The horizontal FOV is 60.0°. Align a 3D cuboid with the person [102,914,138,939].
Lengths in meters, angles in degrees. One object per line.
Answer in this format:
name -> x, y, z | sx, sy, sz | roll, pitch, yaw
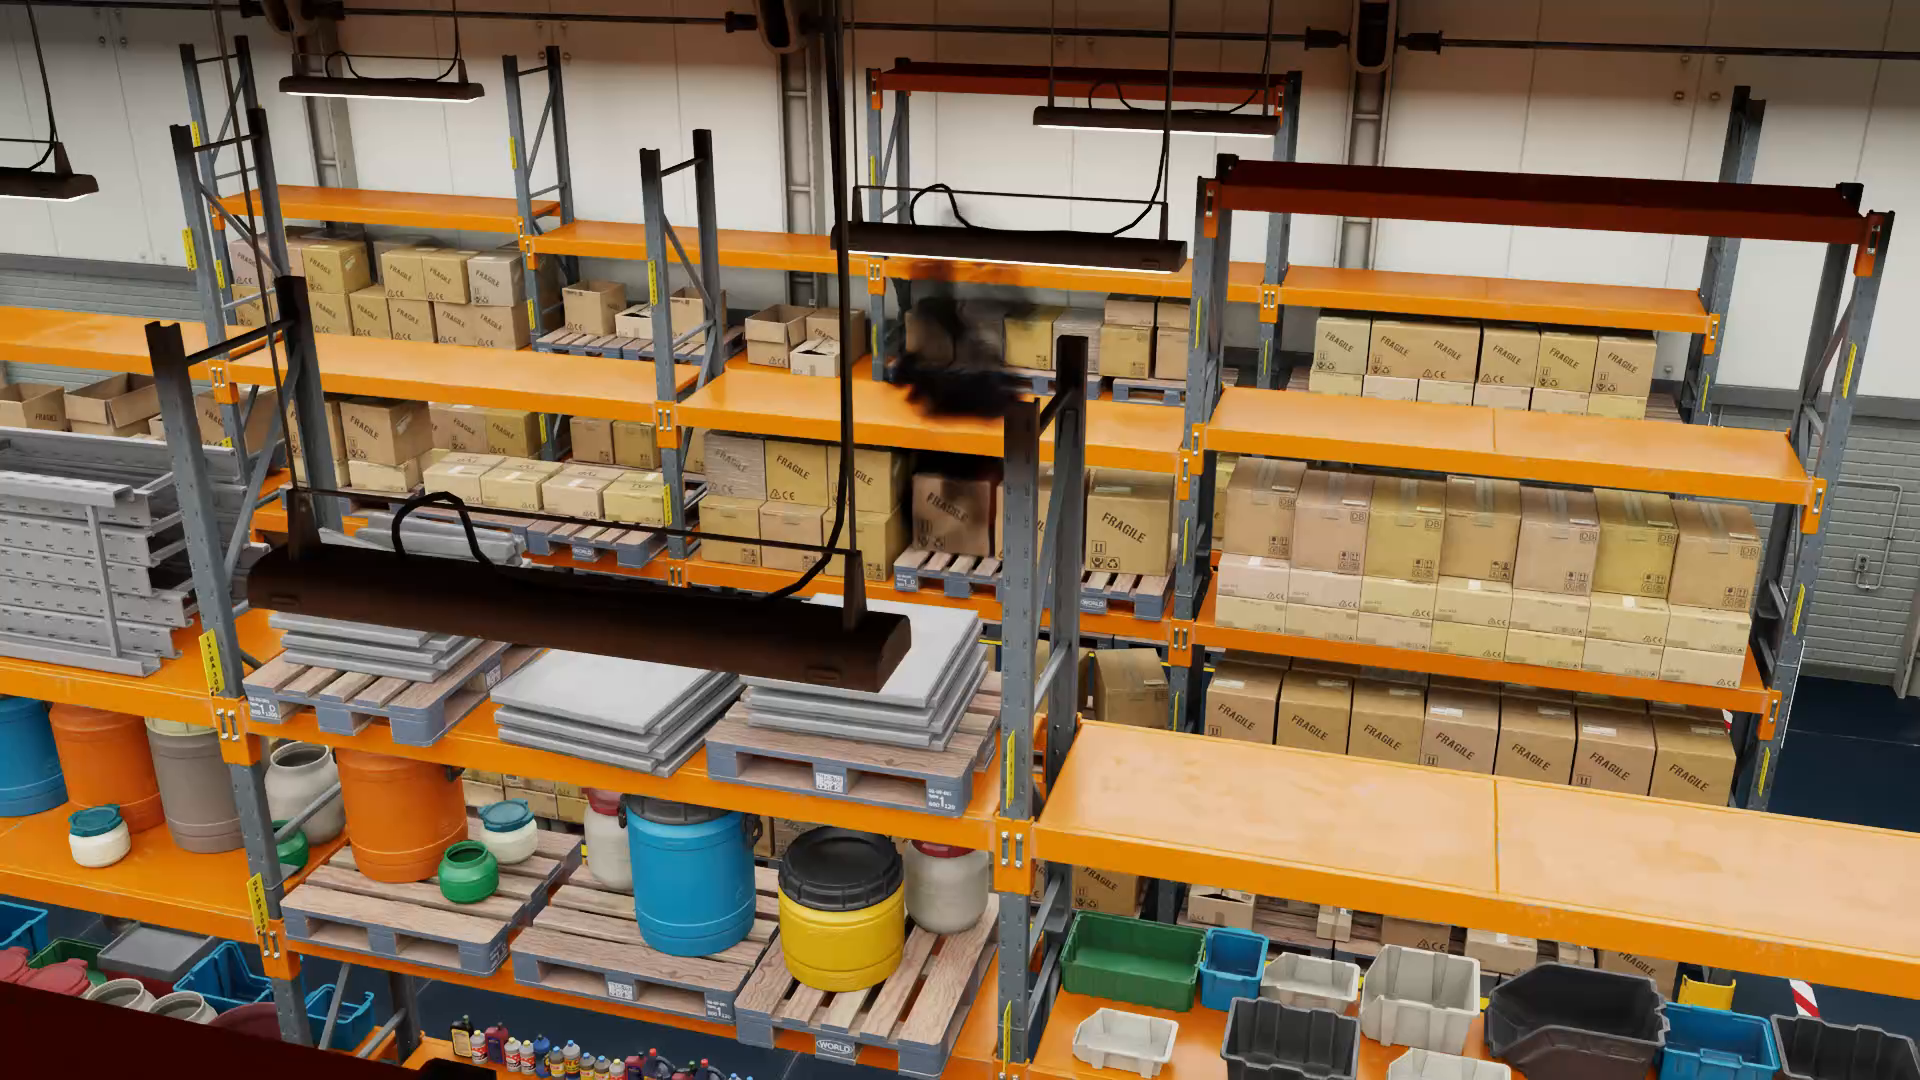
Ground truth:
person -> -6.186, 2.510, 12.507 | 0.637, 1.727, 0.647 | 2, 23, 5
